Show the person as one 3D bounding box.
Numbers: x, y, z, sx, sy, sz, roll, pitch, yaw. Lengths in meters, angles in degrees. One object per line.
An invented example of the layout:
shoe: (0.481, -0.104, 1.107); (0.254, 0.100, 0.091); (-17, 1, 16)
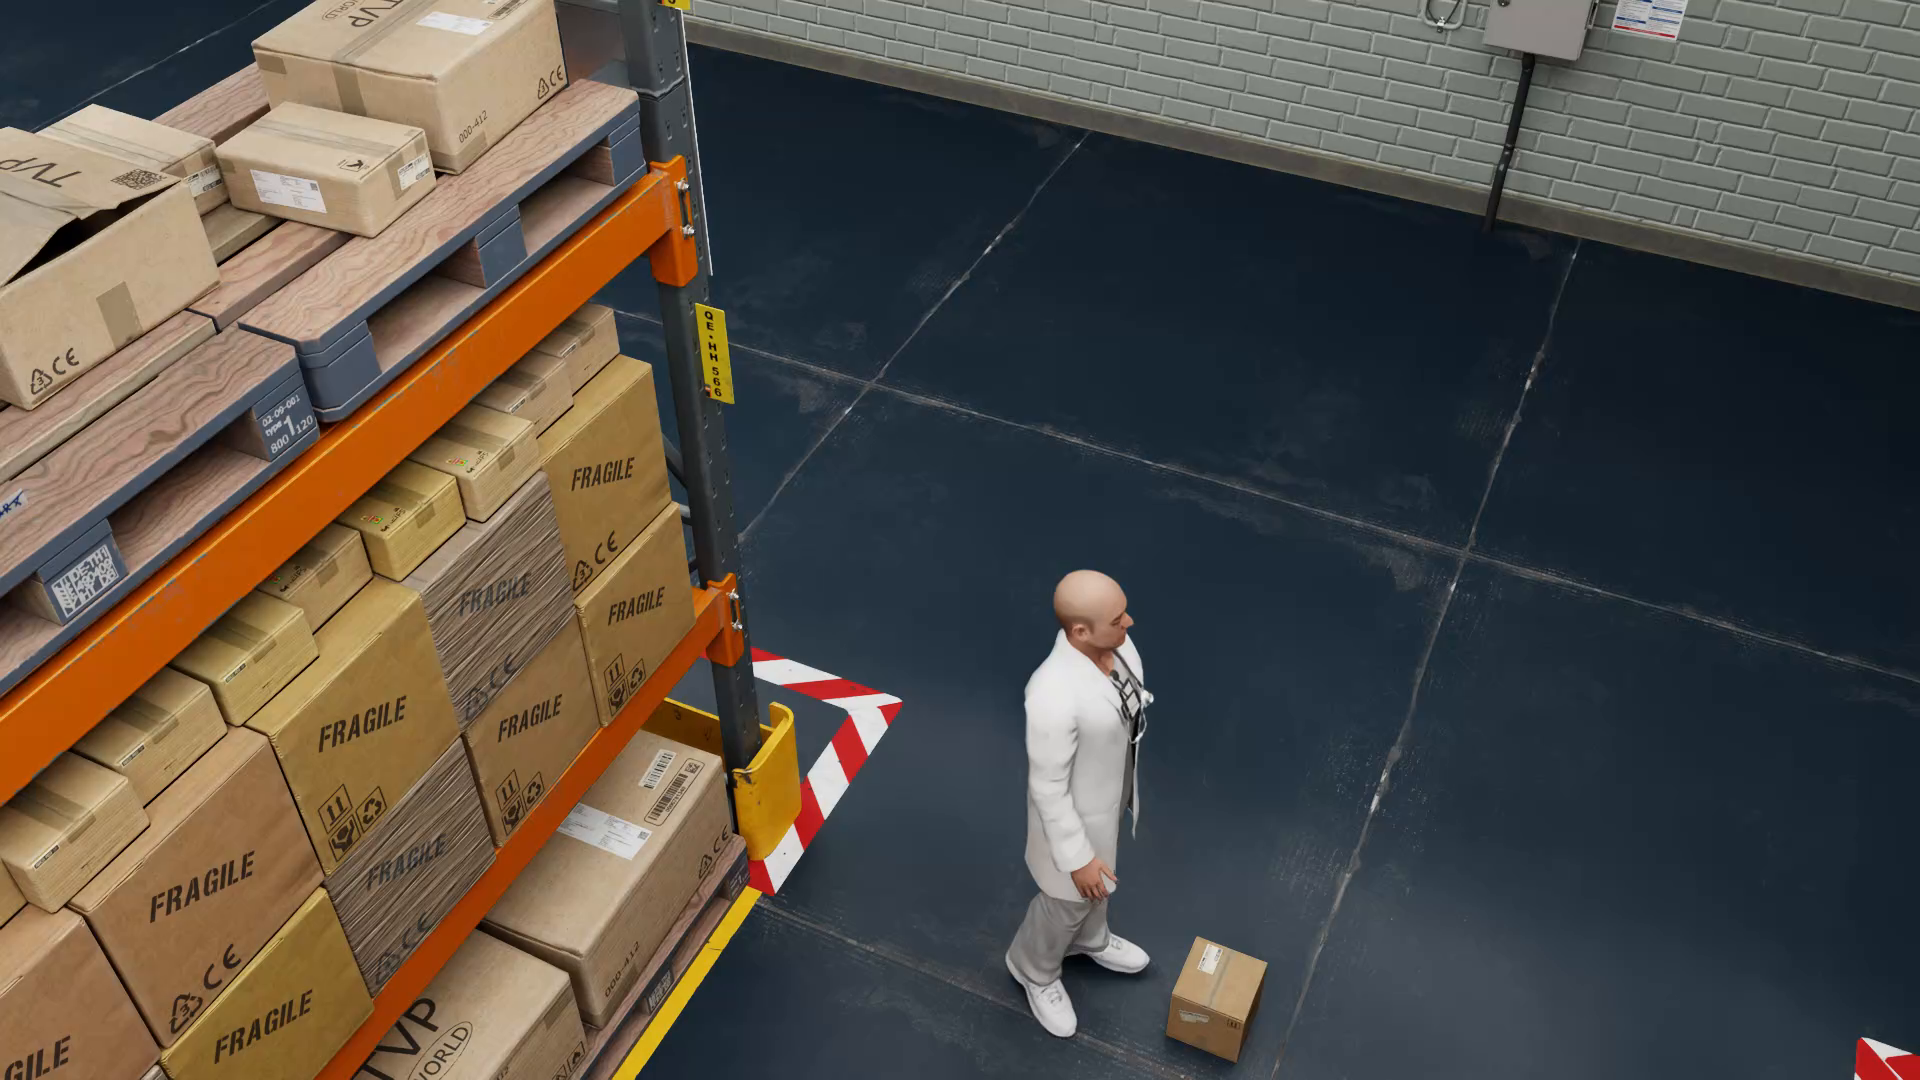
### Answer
person: (0.401, 0.830, 5.206); (0.458, 1.802, 0.645); (17, 44, 19)
